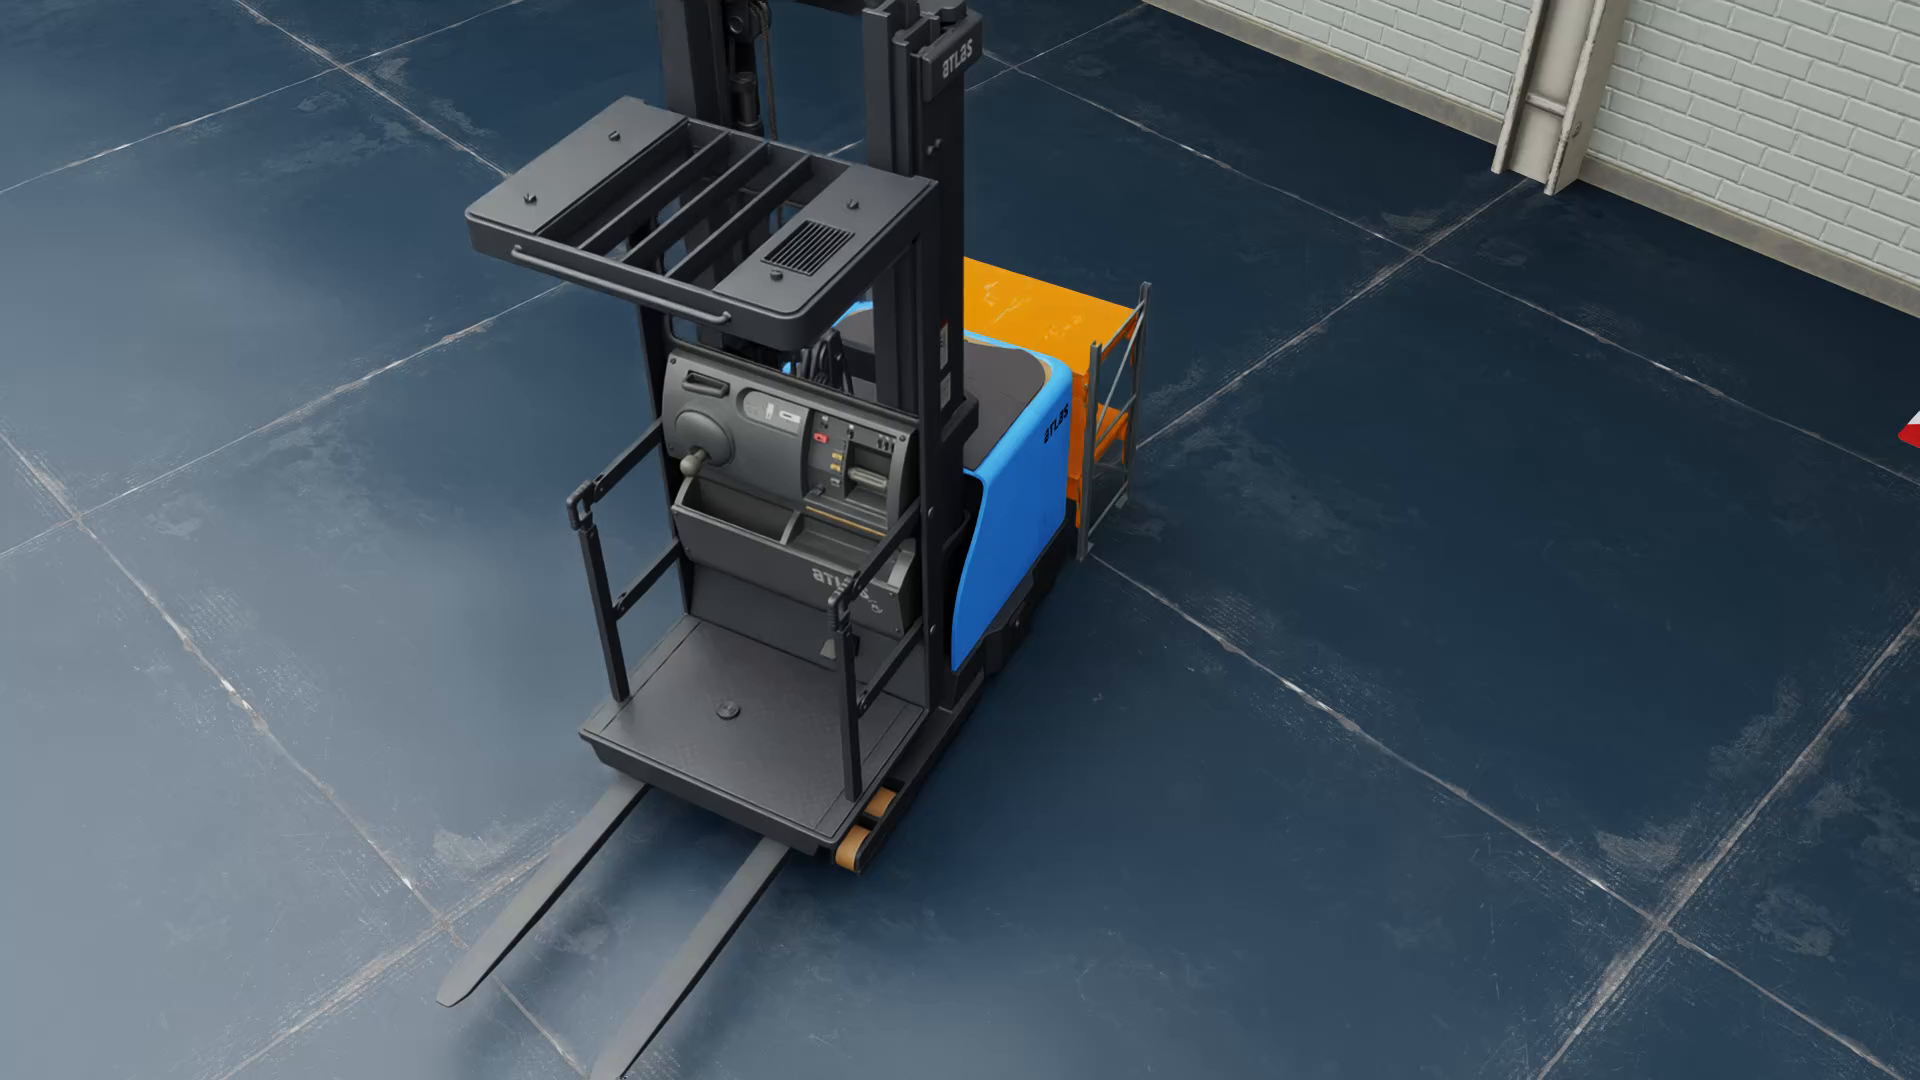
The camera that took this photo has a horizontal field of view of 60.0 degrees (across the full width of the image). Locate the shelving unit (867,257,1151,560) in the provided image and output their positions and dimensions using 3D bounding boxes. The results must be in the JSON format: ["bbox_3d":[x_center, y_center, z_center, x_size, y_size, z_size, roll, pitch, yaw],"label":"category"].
[{"bbox_3d":[0.194,-0.650,7.124,1.048,1.125,0.538,21,47,21],"label":"shelving unit"}]

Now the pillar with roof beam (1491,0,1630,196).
[{"bbox_3d":[0.246,-3.343,4.237,9.100,9.000,0.400,-34,53,-31],"label":"pillar with roof beam"}]

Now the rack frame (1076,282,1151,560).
[{"bbox_3d":[0.637,-0.480,6.941,0.032,1.125,0.500,21,47,21],"label":"rack frame"}]

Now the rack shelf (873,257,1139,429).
[{"bbox_3d":[0.194,-0.865,6.925,1.000,0.278,0.538,21,47,21],"label":"rack shelf"}]

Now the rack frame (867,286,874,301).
[{"bbox_3d":[-0.248,-0.819,7.307,0.032,1.125,0.500,21,47,21],"label":"rack frame"}]

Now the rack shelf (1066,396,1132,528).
[{"bbox_3d":[0.194,-0.470,7.290,1.000,0.278,0.538,21,47,21],"label":"rack shelf"}]

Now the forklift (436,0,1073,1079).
[{"bbox_3d":[-0.681,-0.242,5.352,1.130,2.935,3.031,20,46,20],"label":"forklift"}]
